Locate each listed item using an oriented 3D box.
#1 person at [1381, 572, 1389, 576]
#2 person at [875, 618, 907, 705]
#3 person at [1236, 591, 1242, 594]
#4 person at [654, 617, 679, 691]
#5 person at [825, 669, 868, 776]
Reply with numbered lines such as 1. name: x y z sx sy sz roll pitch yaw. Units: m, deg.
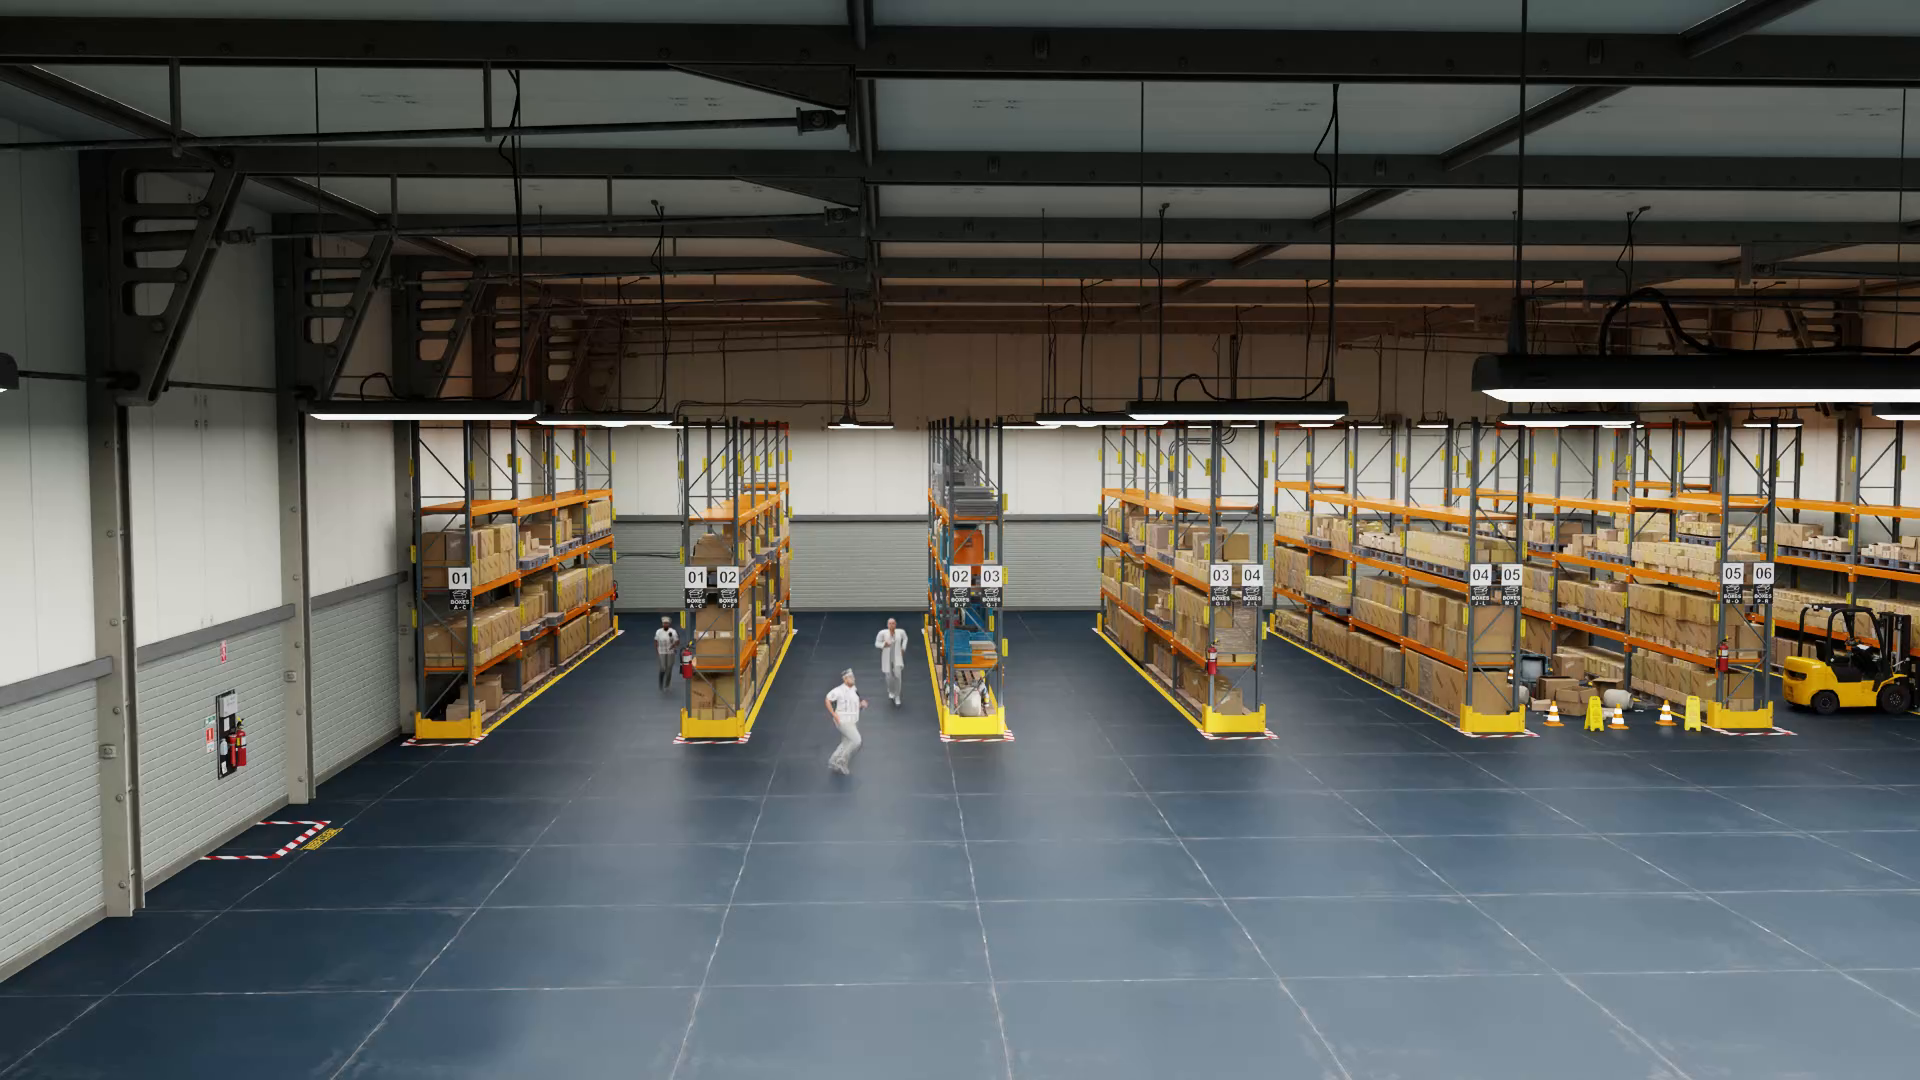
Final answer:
1. person: 12.550 1.712 49.300 0.635 1.574 0.512 0 4 -4
2. person: -1.457 2.560 35.159 0.681 1.836 0.896 0 4 -2
3. person: 7.769 1.906 46.050 0.637 1.625 0.506 0 4 3
4. person: -6.431 2.511 36.464 0.559 1.656 0.584 -1 4 -8
5. person: -1.885 3.033 27.801 0.716 1.783 0.647 2 4 23
